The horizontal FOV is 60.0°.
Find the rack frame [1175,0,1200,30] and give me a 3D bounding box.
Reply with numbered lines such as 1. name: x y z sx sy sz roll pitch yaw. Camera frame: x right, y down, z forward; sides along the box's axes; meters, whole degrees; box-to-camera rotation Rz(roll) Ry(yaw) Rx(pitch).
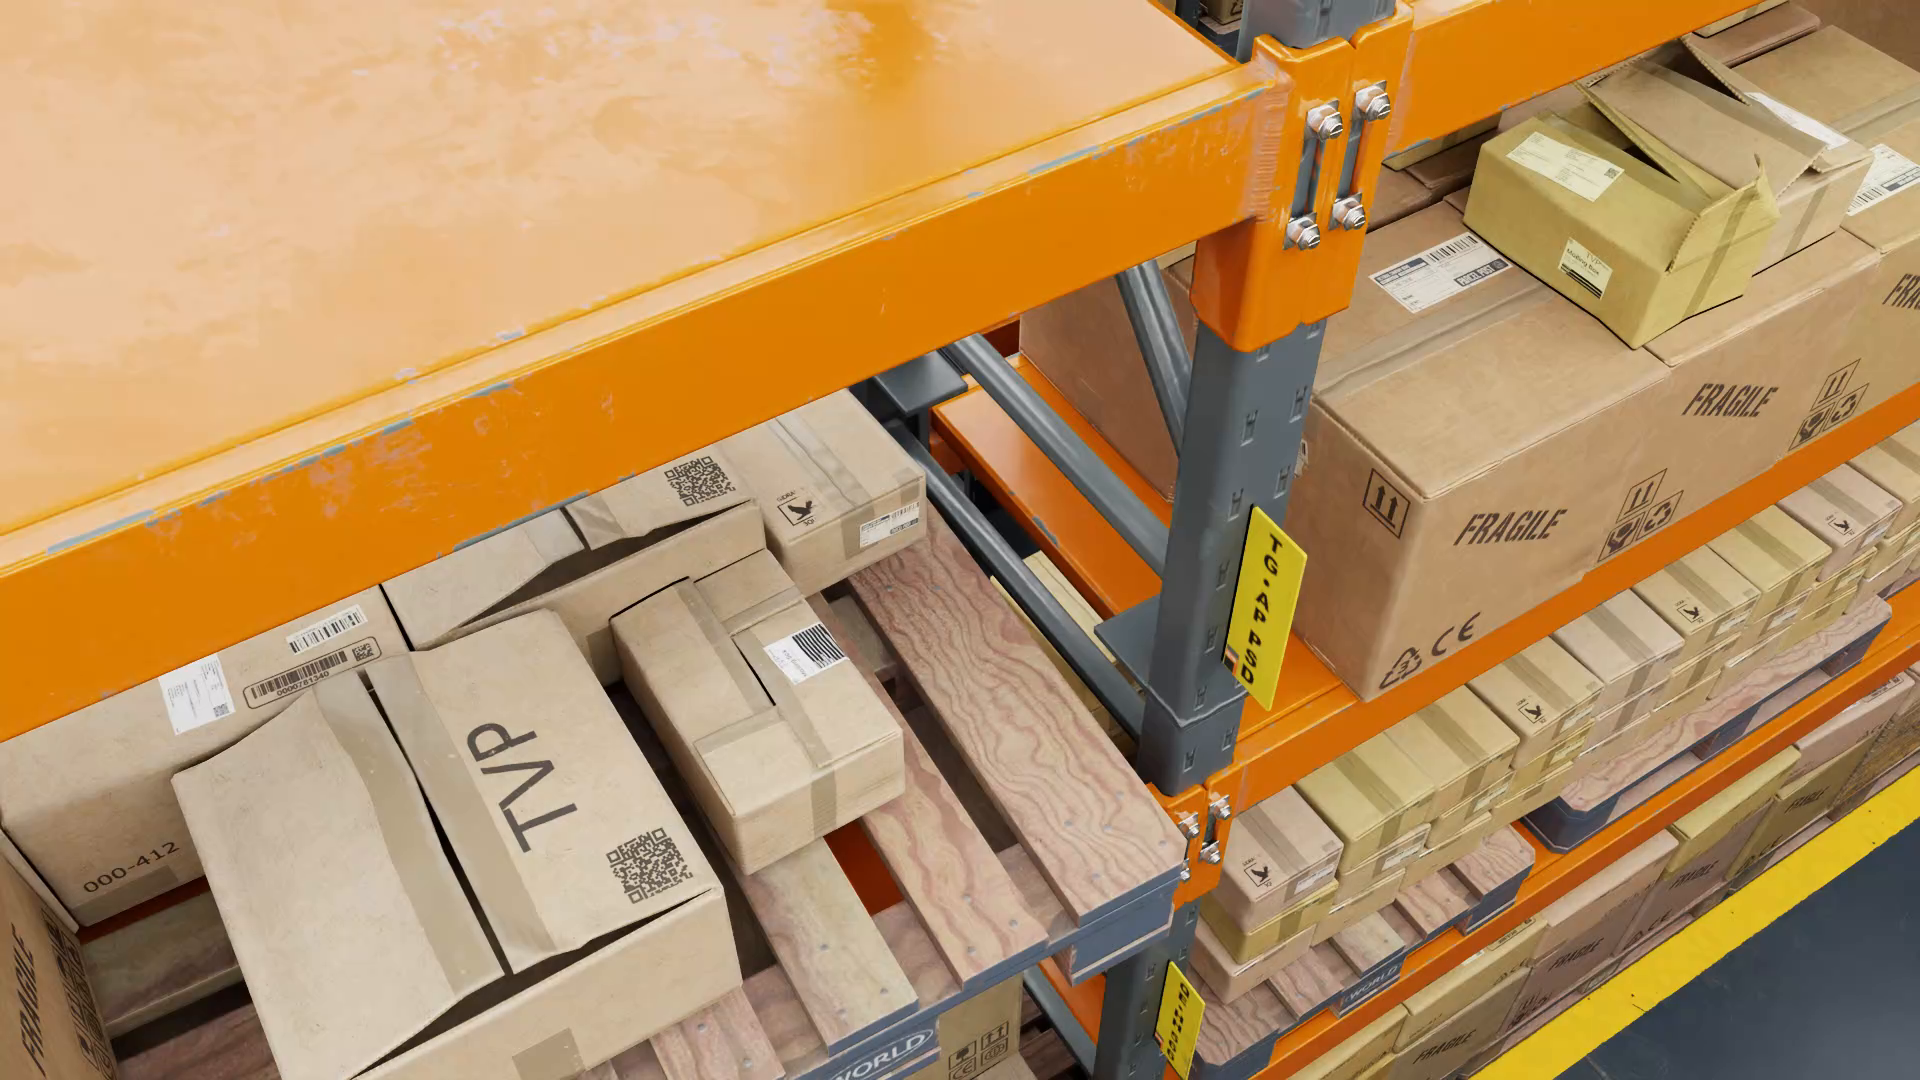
1. rack frame: 0.931 -3.828 8.096 0.127 3.000 1.000 -25 53 -21

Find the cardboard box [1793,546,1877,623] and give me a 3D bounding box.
1. cardboard box: 2.148 0.001 4.374 0.250 0.149 0.380 -25 53 -21

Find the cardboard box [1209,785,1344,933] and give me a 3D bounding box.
1. cardboard box: 0.607 0.621 3.622 0.250 0.149 0.380 -25 53 -21

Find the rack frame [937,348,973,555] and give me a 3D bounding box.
1. rack frame: -0.066 -0.667 5.883 0.015 2.100 0.400 -25 53 -21

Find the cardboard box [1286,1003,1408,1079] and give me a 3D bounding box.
1. cardboard box: 0.822 1.259 4.456 0.500 0.250 0.500 -27 54 -22

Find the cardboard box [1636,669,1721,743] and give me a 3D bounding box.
1. cardboard box: 1.716 0.302 4.305 0.250 0.149 0.380 -25 53 -20

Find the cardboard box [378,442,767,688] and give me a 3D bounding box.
1. cardboard box: -0.620 -0.053 2.437 0.500 0.311 0.500 -25 53 -21

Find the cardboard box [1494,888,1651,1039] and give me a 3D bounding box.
1. cardboard box: 1.699 1.100 5.100 0.500 0.500 0.500 -26 53 -22

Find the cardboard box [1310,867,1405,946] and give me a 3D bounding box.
1. cardboard box: 0.823 0.725 3.928 0.250 0.149 0.380 -23 52 -19

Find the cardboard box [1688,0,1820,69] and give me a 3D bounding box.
1. cardboard box: 1.298 -0.884 3.399 0.500 0.500 0.500 -25 53 -21

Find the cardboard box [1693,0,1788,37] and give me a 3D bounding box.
1. cardboard box: 1.390 -1.198 3.165 0.258 0.266 0.396 -25 53 -21

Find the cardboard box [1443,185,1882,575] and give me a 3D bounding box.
1. cardboard box: 1.154 -0.355 2.928 0.500 0.500 0.500 -25 53 -21

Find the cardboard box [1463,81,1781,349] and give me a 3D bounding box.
1. cardboard box: 1.035 -0.539 2.579 0.258 0.266 0.396 -25 53 -21

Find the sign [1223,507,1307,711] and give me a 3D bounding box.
1. sign: 0.399 0.097 2.193 0.005 0.325 0.100 -25 53 -21

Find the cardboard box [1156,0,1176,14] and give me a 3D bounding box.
1. cardboard box: 0.401 -2.994 8.494 0.875 0.875 1.225 -25 53 -21

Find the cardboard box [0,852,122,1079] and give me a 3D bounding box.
1. cardboard box: -1.211 0.604 1.725 0.500 0.500 0.500 -25 53 -21

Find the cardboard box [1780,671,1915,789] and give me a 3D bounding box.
1. cardboard box: 2.556 0.440 5.185 0.500 0.250 0.500 -23 52 -19

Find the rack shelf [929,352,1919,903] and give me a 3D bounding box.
1. rack shelf: 1.801 -0.617 3.709 4.000 0.370 1.077 -25 53 -21

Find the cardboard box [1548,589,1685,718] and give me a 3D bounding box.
1. cardboard box: 1.492 0.205 3.993 0.250 0.149 0.380 -23 52 -19

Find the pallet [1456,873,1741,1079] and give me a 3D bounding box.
1. pallet: 1.802 1.072 5.599 1.213 0.211 1.003 -25 53 -21

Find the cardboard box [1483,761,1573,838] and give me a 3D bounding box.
1. cardboard box: 1.278 0.509 4.121 0.250 0.149 0.380 -23 52 -19

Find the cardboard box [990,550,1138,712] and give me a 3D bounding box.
1. cardboard box: 0.279 0.200 3.997 0.250 0.149 0.380 -27 54 -22

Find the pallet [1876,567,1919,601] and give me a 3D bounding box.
1. pallet: 2.768 -0.379 5.153 1.213 0.211 1.003 -25 53 -21

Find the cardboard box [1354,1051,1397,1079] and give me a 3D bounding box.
1. cardboard box: 0.844 1.509 4.735 0.500 0.500 0.500 -27 54 -22

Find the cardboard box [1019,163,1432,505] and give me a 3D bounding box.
1. cardboard box: 0.457 -0.480 3.039 0.500 0.500 0.500 -25 53 -21

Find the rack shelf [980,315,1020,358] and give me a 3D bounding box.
1. rack shelf: 0.140 -0.755 5.980 0.480 0.518 0.431 -25 53 -21

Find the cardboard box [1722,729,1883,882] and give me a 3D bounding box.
1. cardboard box: 2.567 0.695 5.461 0.500 0.500 0.500 -26 53 -22

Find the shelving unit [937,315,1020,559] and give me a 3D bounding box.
1. shelving unit: 0.140 -0.764 5.970 0.503 2.100 0.431 -25 53 -21

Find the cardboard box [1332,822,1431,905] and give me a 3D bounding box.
1. cardboard box: 0.854 0.608 3.833 0.250 0.149 0.380 -23 52 -19

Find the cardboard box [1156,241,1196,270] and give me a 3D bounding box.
1. cardboard box: 0.313 -0.672 2.697 0.258 0.266 0.396 -25 53 -21

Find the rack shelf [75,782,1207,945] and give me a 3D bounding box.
1. rack shelf: -1.582 0.977 2.290 4.000 0.370 1.077 -25 53 -21

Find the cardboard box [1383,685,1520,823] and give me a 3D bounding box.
1. cardboard box: 1.039 0.419 3.802 0.250 0.149 0.380 -25 53 -21

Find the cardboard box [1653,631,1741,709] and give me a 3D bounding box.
1. cardboard box: 1.714 0.204 4.193 0.250 0.149 0.380 -26 53 -21

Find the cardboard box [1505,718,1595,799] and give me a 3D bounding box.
1. cardboard box: 1.291 0.399 4.019 0.250 0.149 0.380 -25 53 -21

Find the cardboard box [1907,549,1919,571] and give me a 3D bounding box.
1. cardboard box: 2.619 -0.126 4.686 0.250 0.149 0.380 -28 54 -23

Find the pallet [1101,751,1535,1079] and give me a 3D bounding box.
1. pallet: 0.655 0.651 4.235 1.003 0.211 1.213 -25 53 -21

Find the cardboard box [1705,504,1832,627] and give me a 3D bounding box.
1. cardboard box: 1.927 0.001 4.174 0.250 0.149 0.380 -26 53 -21

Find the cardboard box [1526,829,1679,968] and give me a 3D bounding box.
1. cardboard box: 1.676 0.868 4.804 0.500 0.250 0.500 -25 53 -21

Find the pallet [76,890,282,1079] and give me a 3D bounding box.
1. pallet: -1.351 0.741 2.144 1.213 0.211 1.003 -23 52 -19

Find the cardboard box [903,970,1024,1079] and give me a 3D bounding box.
1. cardboard box: -0.275 0.745 3.286 0.500 0.500 0.700 -25 53 -21

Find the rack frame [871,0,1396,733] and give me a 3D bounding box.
1. rack frame: 0.110 -1.057 1.610 0.127 3.000 1.000 -25 53 -21

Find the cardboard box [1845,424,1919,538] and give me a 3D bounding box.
1. cardboard box: 2.379 -0.216 4.368 0.250 0.149 0.380 -27 54 -22

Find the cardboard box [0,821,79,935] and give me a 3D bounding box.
1. cardboard box: -1.478 0.352 2.077 0.500 0.311 0.500 -26 53 -21

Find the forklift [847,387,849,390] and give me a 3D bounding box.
1. forklift: -1.695 -0.374 5.065 3.031 2.935 1.130 -21 52 -18

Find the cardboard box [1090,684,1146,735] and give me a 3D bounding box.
1. cardboard box: 0.284 0.299 4.108 0.250 0.149 0.380 -24 53 -20

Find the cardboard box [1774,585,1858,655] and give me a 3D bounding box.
1. cardboard box: 2.162 0.093 4.491 0.250 0.149 0.380 -23 52 -19
